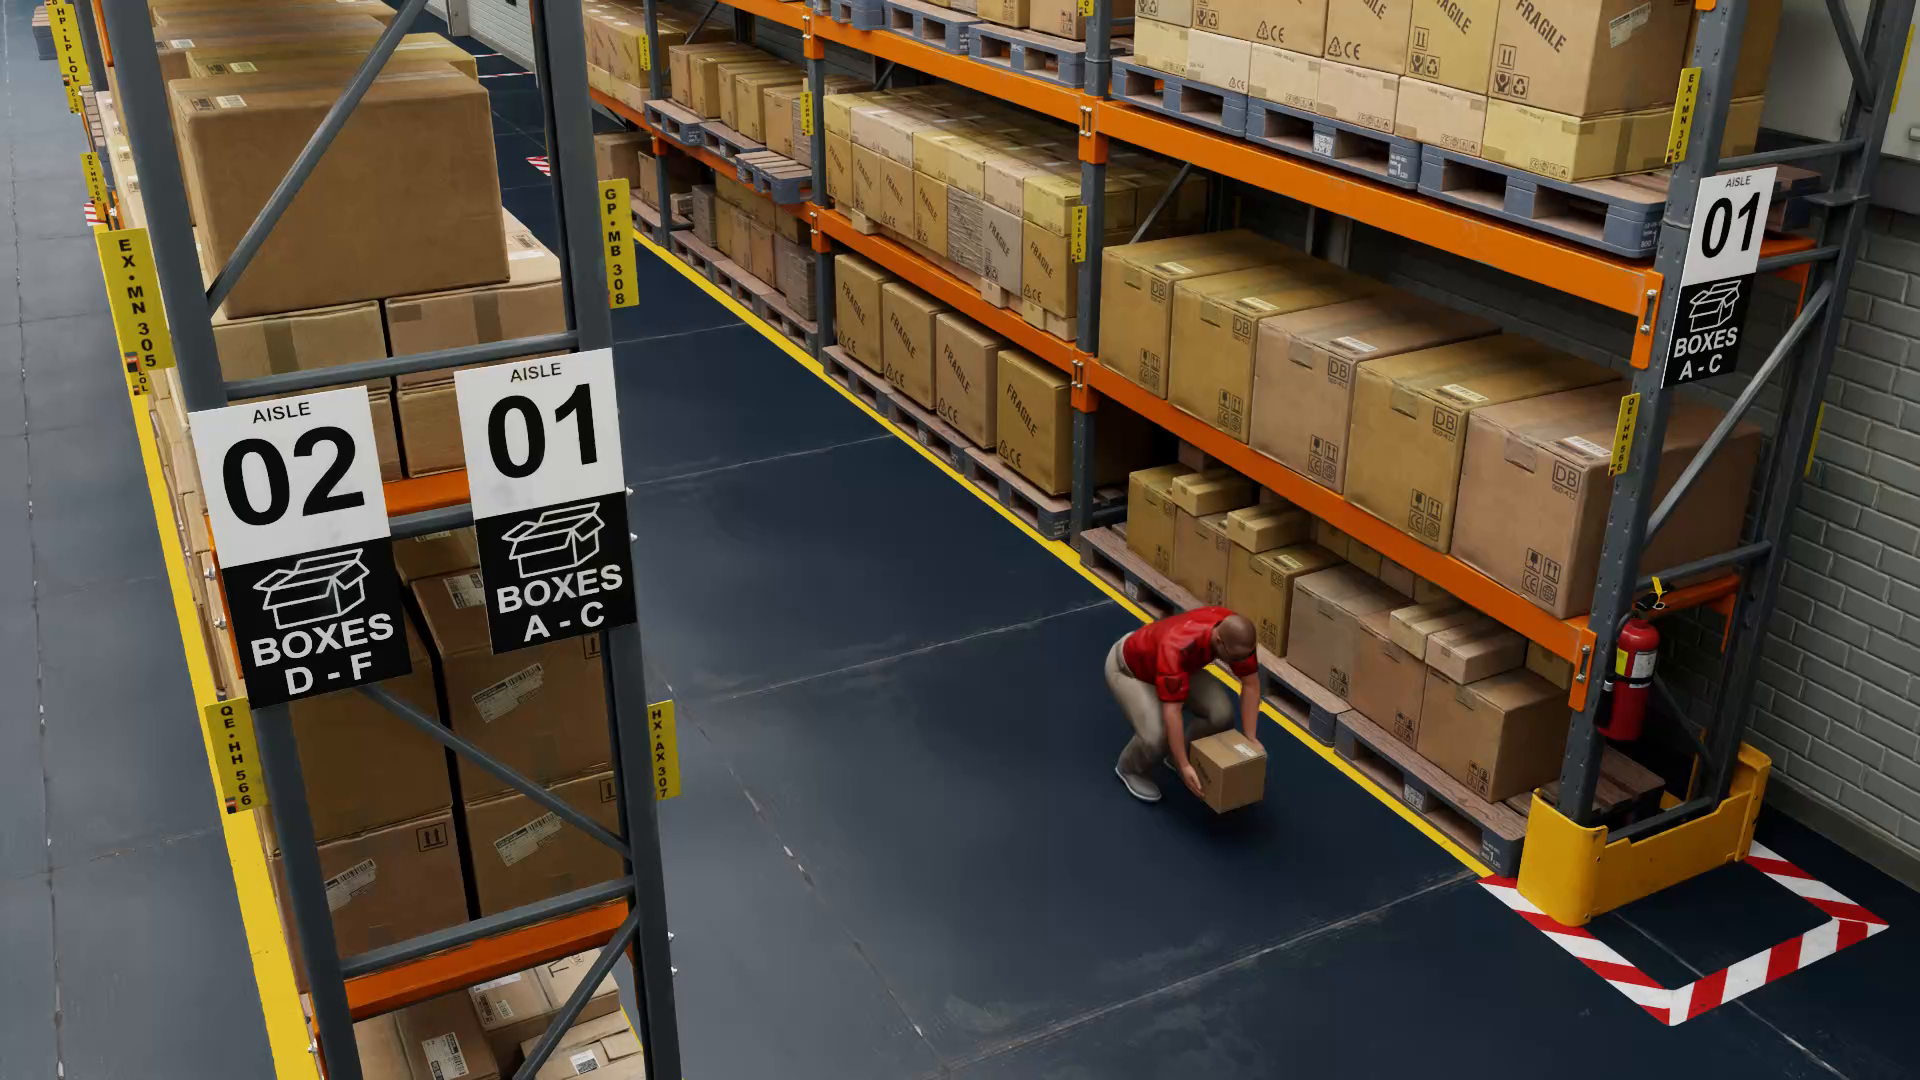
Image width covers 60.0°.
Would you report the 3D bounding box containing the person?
[{"bbox_3d":[1.086,0.762,7.858,0.574,1.017,0.776,-13,28,-25],"label":"person"}]
